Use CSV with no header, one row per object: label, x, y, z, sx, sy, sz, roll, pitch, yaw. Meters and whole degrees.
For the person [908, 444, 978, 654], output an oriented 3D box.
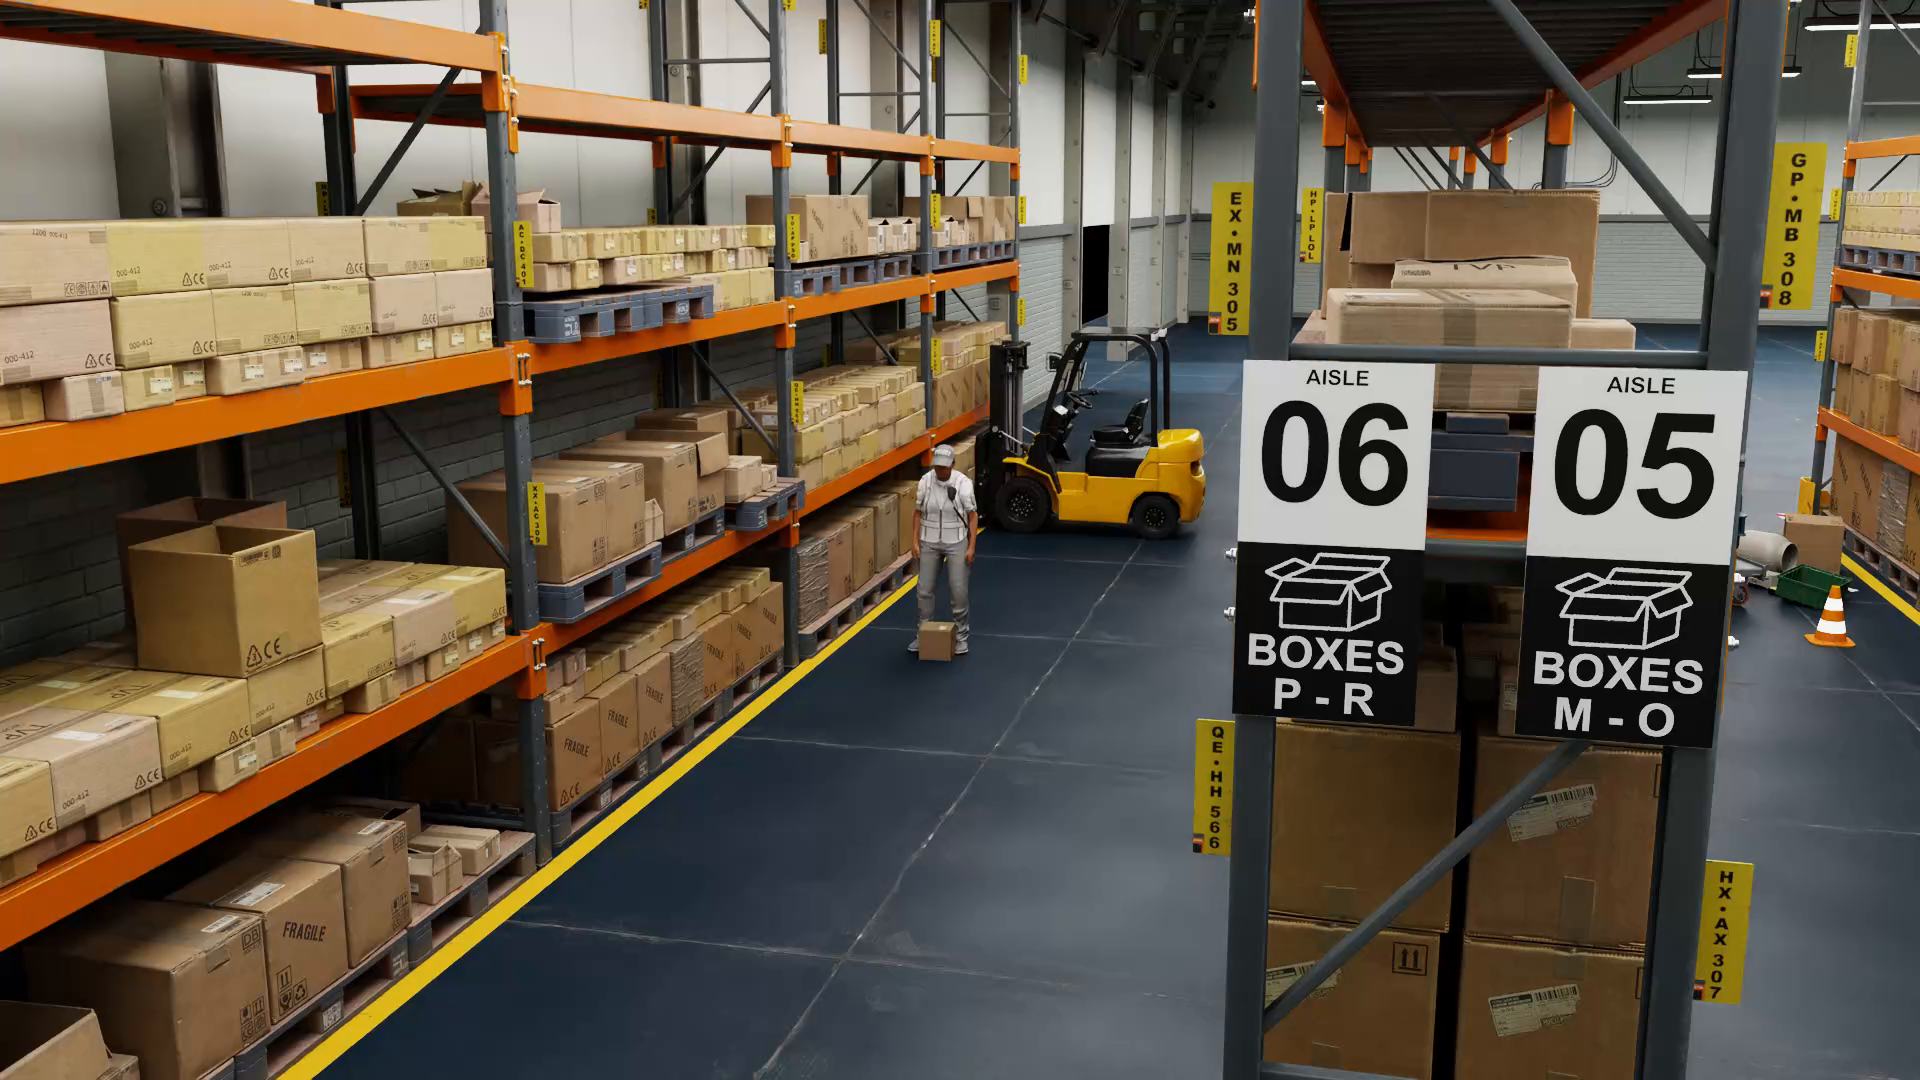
person,-0.132,0.060,13.141,0.539,1.667,0.465,3,12,14
